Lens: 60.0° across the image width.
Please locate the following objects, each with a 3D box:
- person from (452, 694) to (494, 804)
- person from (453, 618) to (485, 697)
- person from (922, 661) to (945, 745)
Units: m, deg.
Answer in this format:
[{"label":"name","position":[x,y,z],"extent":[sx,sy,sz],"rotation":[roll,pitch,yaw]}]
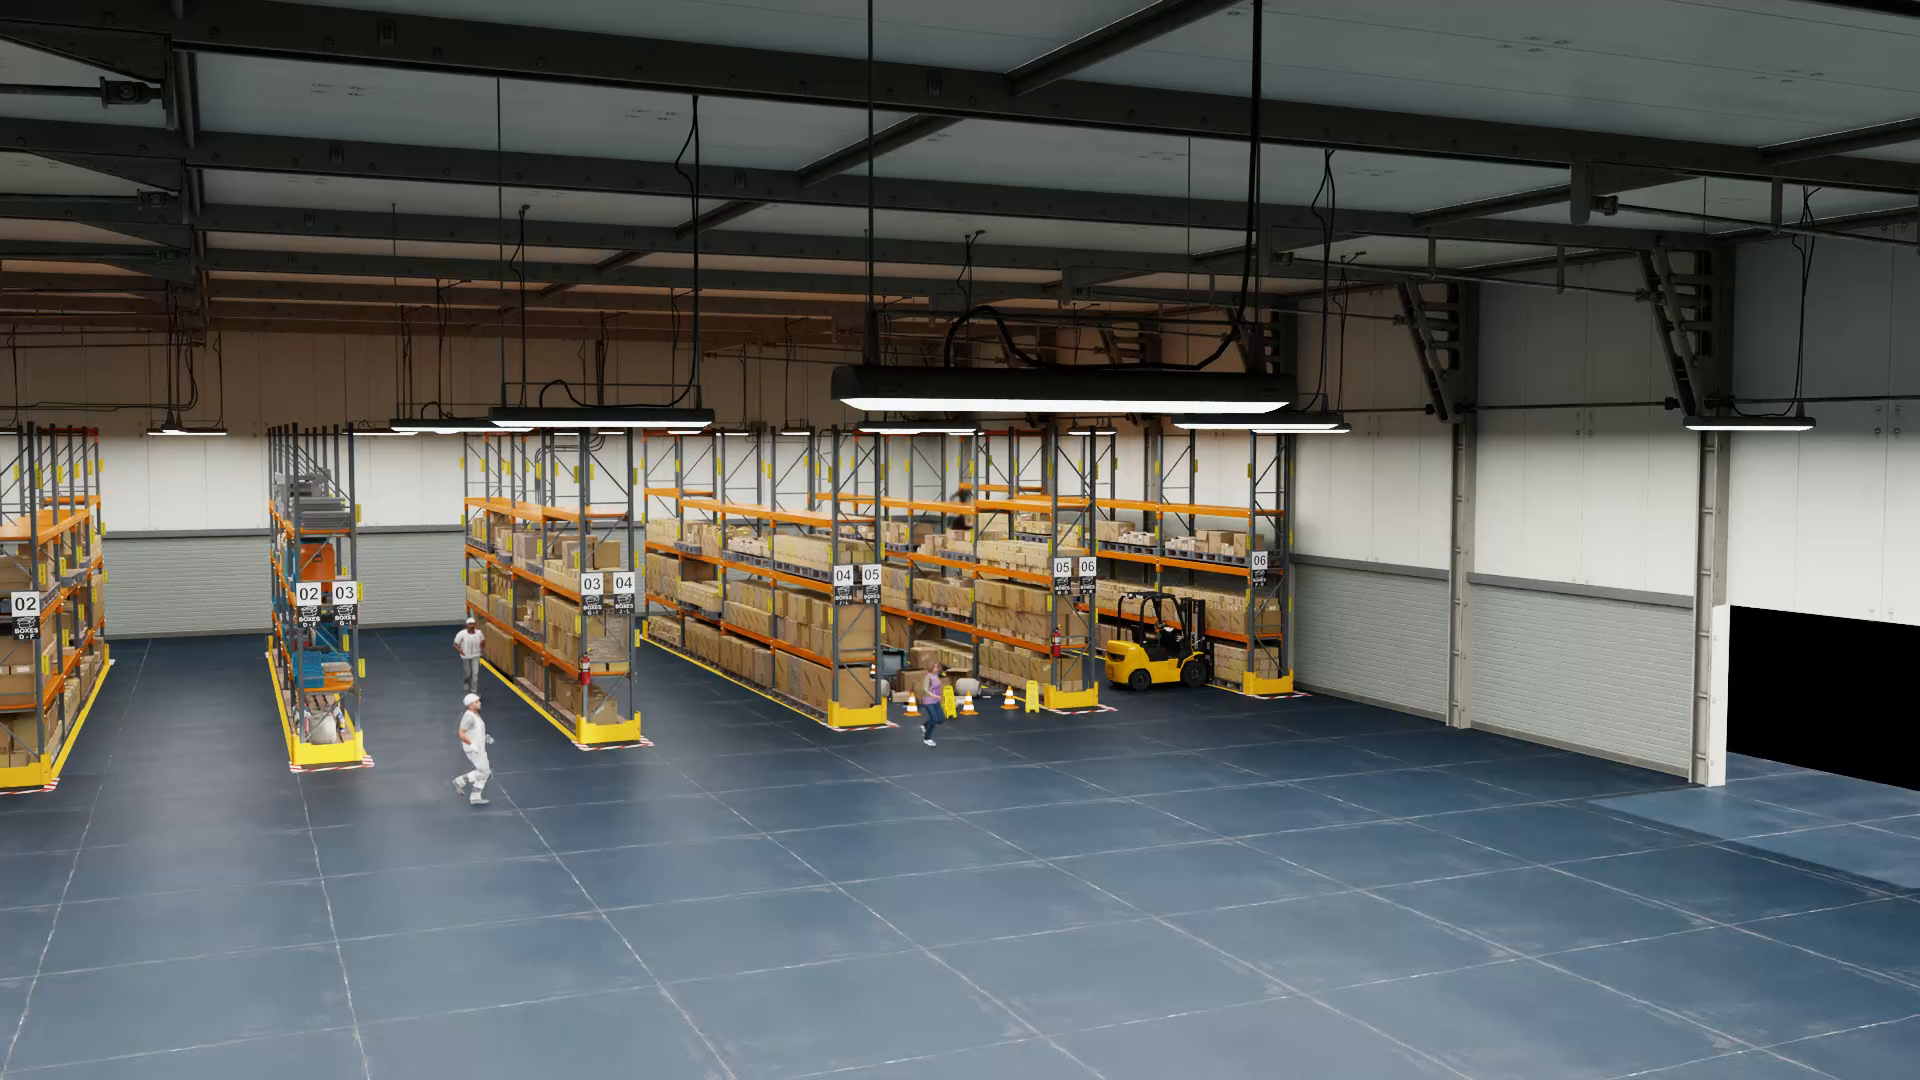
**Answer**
[{"label":"person","position":[-7.615,3.266,25.994],"extent":[0.602,1.737,0.655],"rotation":[0,3,-5]},{"label":"person","position":[-10.861,2.595,36.884],"extent":[0.707,1.755,0.884],"rotation":[-2,4,-27]},{"label":"person","position":[-0.503,3.053,31.125],"extent":[0.566,1.572,0.580],"rotation":[2,4,29]}]
